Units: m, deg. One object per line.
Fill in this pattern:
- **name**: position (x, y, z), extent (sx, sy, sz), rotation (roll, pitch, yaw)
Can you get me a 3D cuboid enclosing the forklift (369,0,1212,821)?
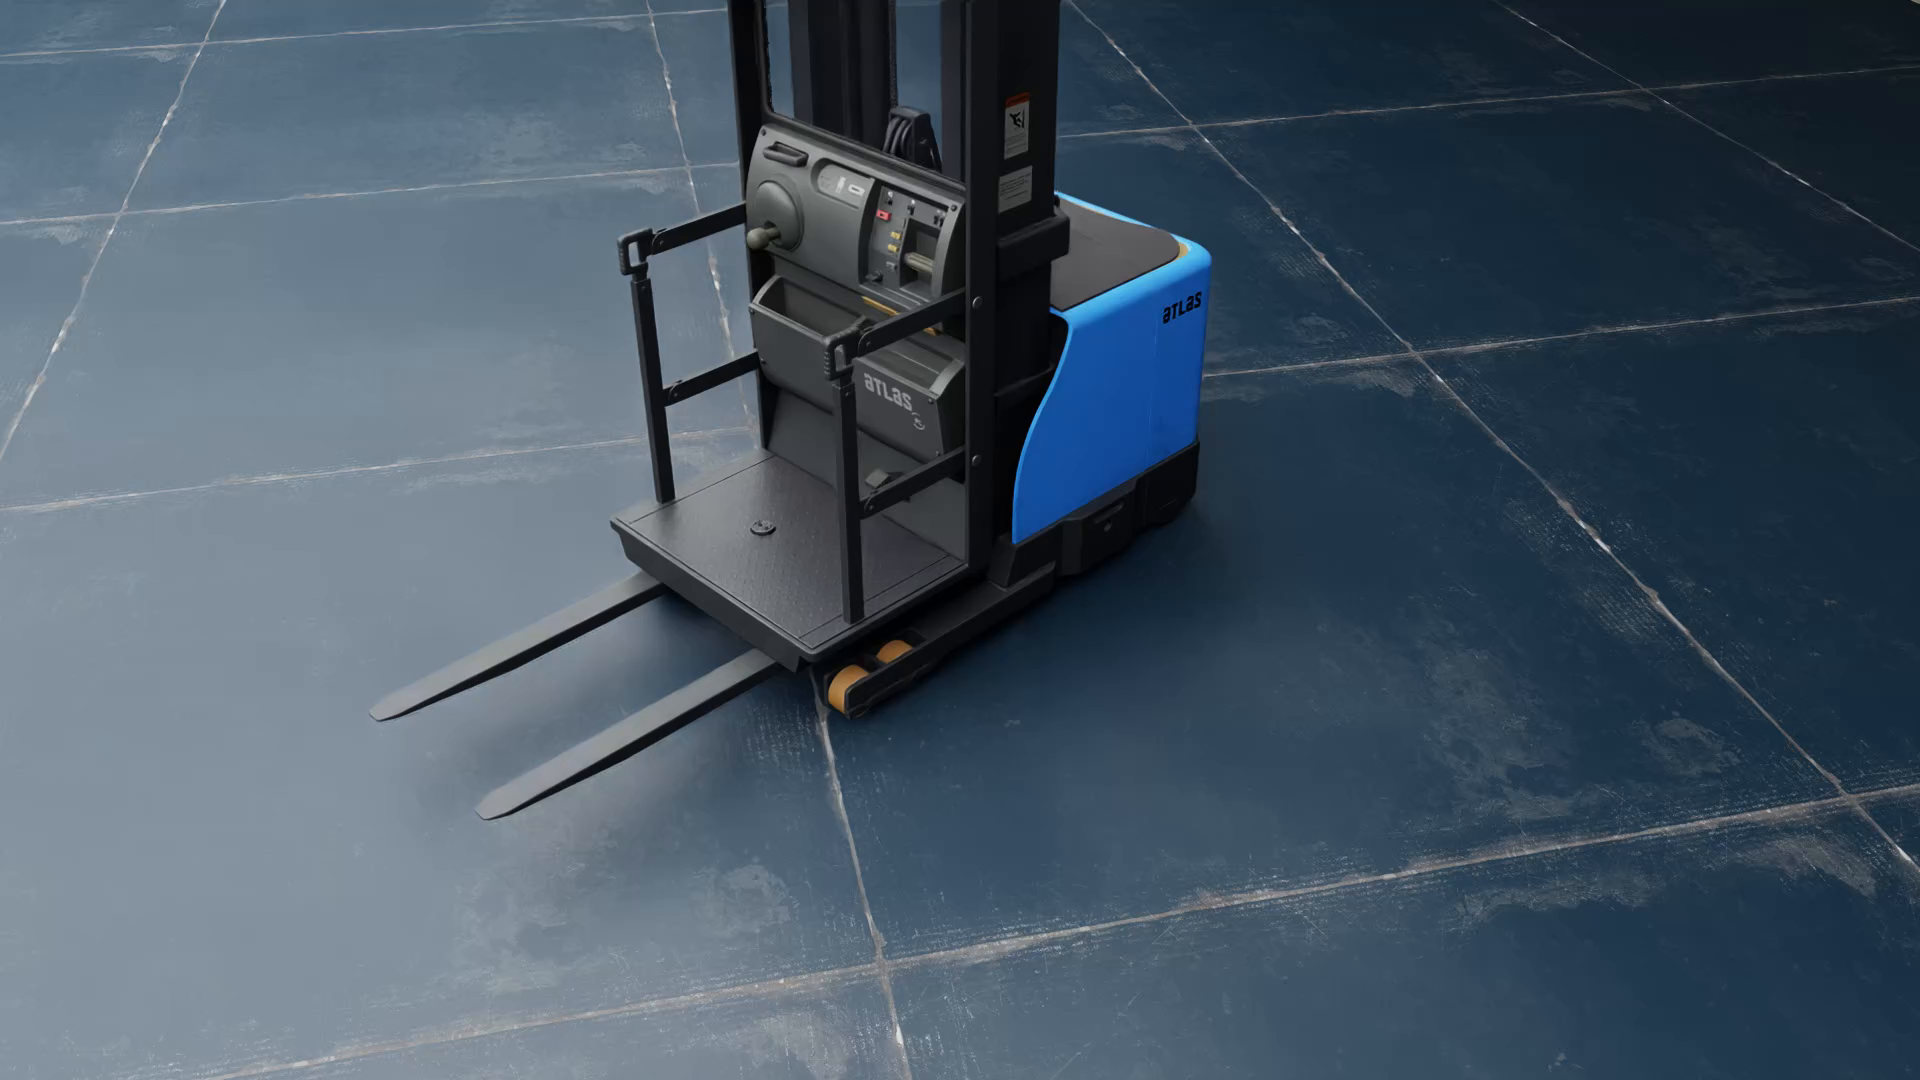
- **forklift**: position (-0.494, -0.968, 5.062), extent (3.031, 2.935, 1.130), rotation (-29, 43, -36)
